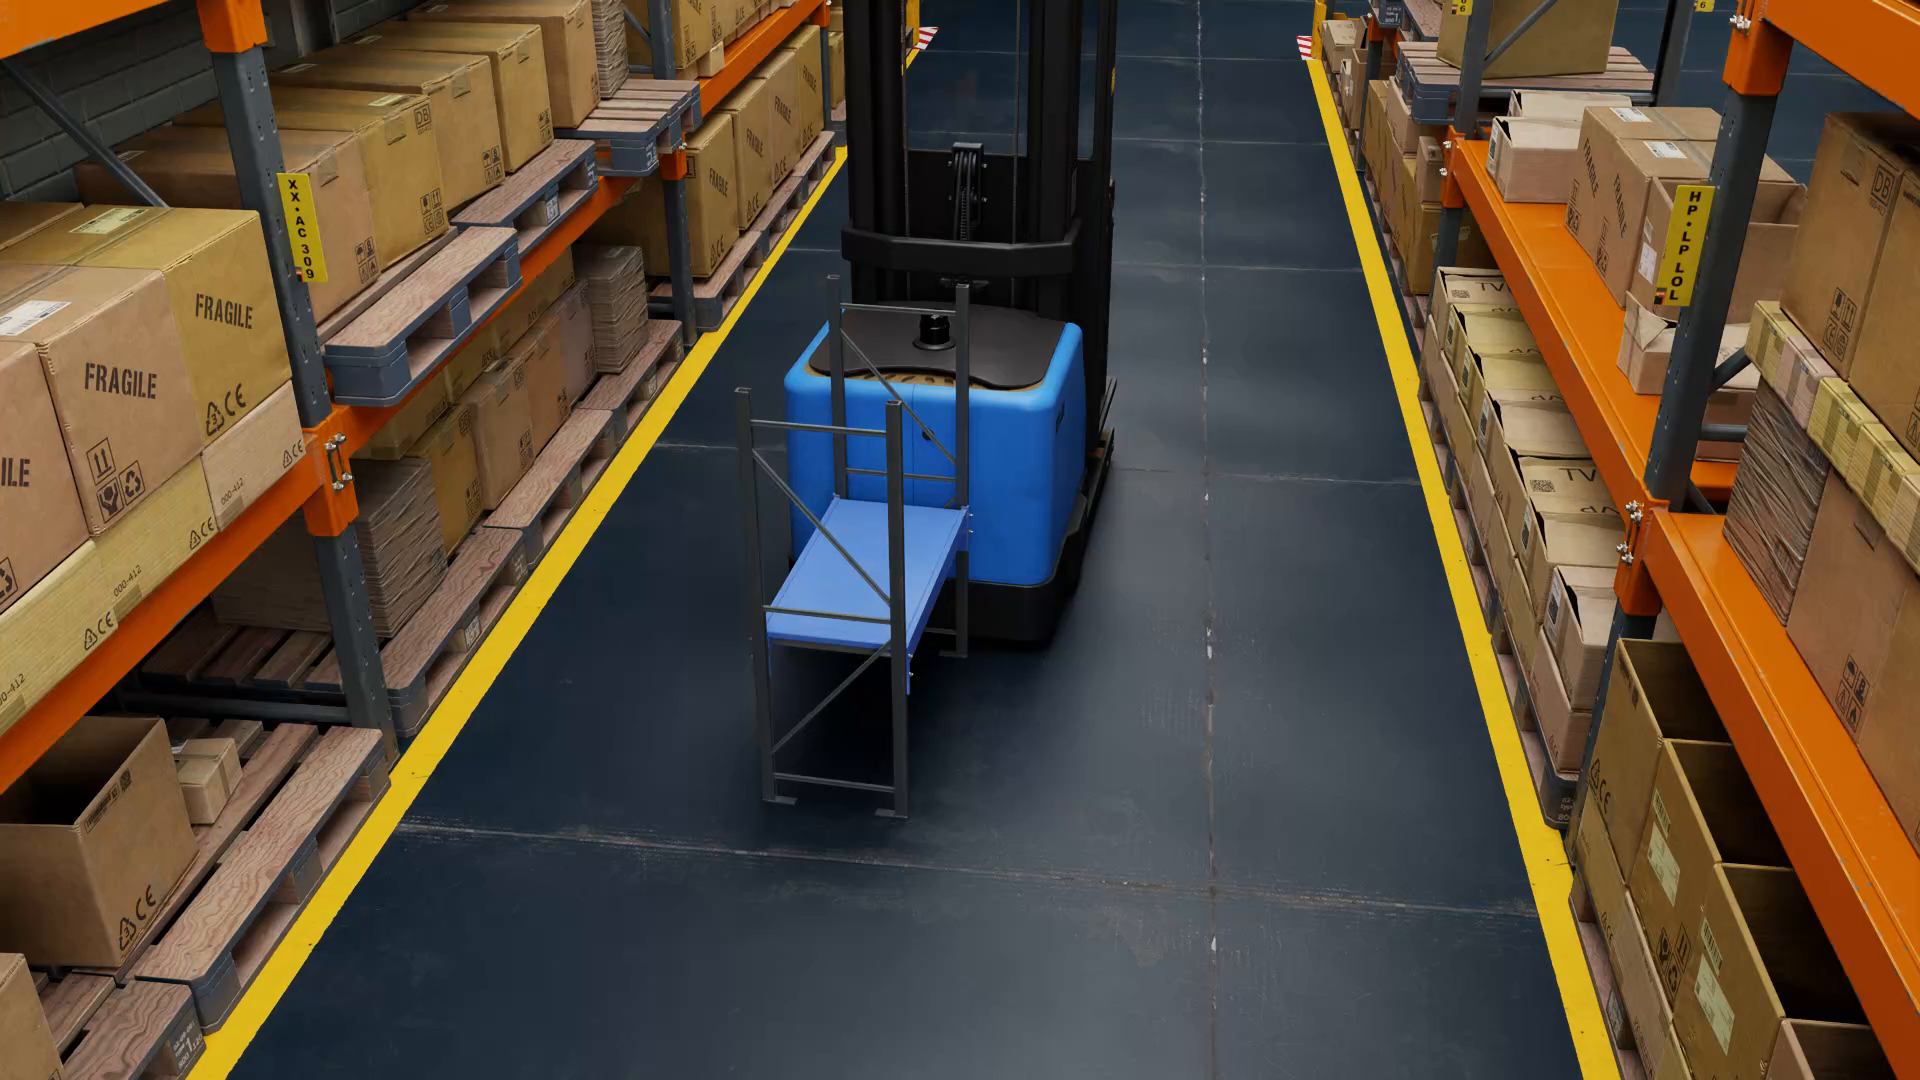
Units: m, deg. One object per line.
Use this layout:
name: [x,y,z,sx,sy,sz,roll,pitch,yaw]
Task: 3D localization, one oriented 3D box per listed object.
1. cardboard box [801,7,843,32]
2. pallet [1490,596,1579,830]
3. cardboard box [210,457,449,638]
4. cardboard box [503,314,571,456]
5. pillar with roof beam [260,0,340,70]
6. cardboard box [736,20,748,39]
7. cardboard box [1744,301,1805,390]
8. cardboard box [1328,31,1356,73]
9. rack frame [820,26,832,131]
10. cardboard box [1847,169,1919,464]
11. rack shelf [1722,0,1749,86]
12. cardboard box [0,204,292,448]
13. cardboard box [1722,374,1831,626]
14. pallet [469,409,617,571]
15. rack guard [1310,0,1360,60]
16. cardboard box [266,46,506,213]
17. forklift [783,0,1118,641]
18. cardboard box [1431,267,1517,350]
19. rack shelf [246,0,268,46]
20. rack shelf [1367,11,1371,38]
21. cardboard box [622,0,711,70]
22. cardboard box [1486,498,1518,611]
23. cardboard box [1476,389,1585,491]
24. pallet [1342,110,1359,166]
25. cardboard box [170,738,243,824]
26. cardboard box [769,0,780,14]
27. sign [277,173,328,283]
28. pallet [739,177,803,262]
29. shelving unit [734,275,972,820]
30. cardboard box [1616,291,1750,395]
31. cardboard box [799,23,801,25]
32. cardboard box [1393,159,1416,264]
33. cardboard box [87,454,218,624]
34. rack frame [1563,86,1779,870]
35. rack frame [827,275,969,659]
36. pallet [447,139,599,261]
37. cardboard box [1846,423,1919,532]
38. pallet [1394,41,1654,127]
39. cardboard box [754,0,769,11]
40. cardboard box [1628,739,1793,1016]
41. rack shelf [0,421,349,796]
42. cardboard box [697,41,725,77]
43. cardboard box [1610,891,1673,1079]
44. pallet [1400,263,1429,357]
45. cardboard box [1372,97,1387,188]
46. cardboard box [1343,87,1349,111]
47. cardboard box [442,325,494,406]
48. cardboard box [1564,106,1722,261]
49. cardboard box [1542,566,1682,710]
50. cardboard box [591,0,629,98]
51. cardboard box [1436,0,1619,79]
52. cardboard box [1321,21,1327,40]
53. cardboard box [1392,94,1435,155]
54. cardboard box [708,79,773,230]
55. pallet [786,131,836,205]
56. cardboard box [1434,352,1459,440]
cardboard box: [-1.069,-4.190,13.373,0.380,0.149,0.250,4,29,8]
pallet: [2.503,0.607,5.900,1.003,0.211,1.213,3,28,6]
cardboard box: [-2.392,0.002,6.256,0.700,0.500,0.500,4,29,8]
cardboard box: [-2.223,-0.720,7.596,0.700,0.500,0.500,3,28,6]
pillar with roof beam: [1.280,-4.270,5.687,9.100,9.000,0.400,3,28,6]
cardboard box: [-1.528,-3.203,10.276,0.380,0.149,0.250,4,29,6]
cardboard box: [2.226,-0.486,4.200,0.380,0.149,0.250,3,28,6]
cardboard box: [3.451,-4.193,14.305,0.500,0.250,0.500,3,28,6]
rack frame: [-1.485,-4.323,12.112,1.000,3.000,0.127,3,28,6]
cardboard box: [2.343,-0.439,3.430,0.700,0.500,0.500,3,28,6]
rack shelf: [2.697,-2.217,5.798,1.077,0.370,4.000,3,28,6]
cardboard box: [-2.216,-0.590,4.529,0.500,0.500,0.500,3,28,6]
cardboard box: [2.403,-0.106,4.179,0.700,0.500,0.500,3,28,5]
pallet: [-2.224,-0.272,7.533,1.003,0.211,1.213,3,28,6]
rack guard: [3.912,-4.784,15.602,1.175,0.500,0.348,3,28,6]
cardboard box: [-2.244,-1.607,6.501,0.700,0.500,0.500,7,29,13]
forklift: [0.124,-1.583,7.098,1.130,2.935,3.031,5,29,10]
cardboard box: [2.586,-1.146,8.080,0.500,0.311,0.500,4,29,8]
rack shelf: [-2.220,-2.503,6.329,1.077,0.370,4.000,3,28,6]
rack shelf: [3.677,-4.662,13.499,1.077,0.370,4.000,3,28,6]
cardboard box: [-1.662,-2.838,8.915,0.500,0.500,0.500,4,29,8]
cardboard box: [2.341,0.063,6.426,0.500,0.250,0.500,4,29,7]
cardboard box: [2.403,-0.416,6.725,0.500,0.311,0.500,3,28,6]
pallet: [3.517,-3.133,12.842,1.003,0.211,1.213,3,28,6]
cardboard box: [-2.501,0.750,5.219,0.380,0.166,0.250,0,28,0]
cardboard box: [-1.399,-3.567,10.953,0.380,0.149,0.250,3,28,6]
sign: [-1.926,-0.911,4.865,0.100,0.325,0.005,3,28,6]
pallet: [-1.652,-2.152,11.022,1.003,0.211,1.213,3,28,6]
shelving unit: [-0.316,0.003,5.664,0.538,1.500,1.048,5,29,10]
cardboard box: [2.377,-0.637,5.411,0.396,0.266,0.258,3,28,5]
cardboard box: [-1.227,-3.990,13.686,0.700,0.500,0.500,3,28,6]
cardboard box: [2.887,-1.945,9.869,0.500,0.500,0.500,2,28,4]
cardboard box: [-2.292,-0.026,4.272,0.500,0.250,0.500,3,29,6]
rack frame: [2.451,-0.271,4.591,1.000,3.000,0.127,3,28,6]
rack frame: [-0.215,-0.234,6.103,0.500,1.500,0.032,5,29,10]
pallet: [-2.177,-1.422,6.929,1.003,0.211,1.213,3,28,6]
cardboard box: [2.135,-0.122,3.525,0.380,0.149,0.250,3,28,6]
pallet: [2.955,-2.393,8.731,1.213,0.211,1.003,3,28,6]
cardboard box: [-1.470,-3.563,10.261,0.500,0.500,0.500,4,29,8]
cardboard box: [2.030,0.860,4.157,0.500,0.500,0.500,3,28,6]
rack shelf: [-2.710,0.701,3.545,1.077,0.370,4.000,3,28,6]
cardboard box: [-1.549,-2.718,9.377,0.380,0.149,0.250,4,29,8]
cardboard box: [2.027,1.190,4.335,0.500,0.250,0.500,3,28,6]
pallet: [3.071,-1.276,9.396,1.003,0.211,1.213,3,28,6]
cardboard box: [3.076,-2.665,11.206,0.500,0.500,0.500,4,29,7]
cardboard box: [3.206,-3.440,13.015,0.380,0.149,0.250,3,28,6]
cardboard box: [-2.281,-0.781,6.918,0.500,0.250,0.500,3,28,5]
cardboard box: [2.752,-1.407,6.594,0.500,0.500,0.500,2,28,3]
cardboard box: [2.217,0.300,5.395,0.500,0.311,0.500,3,28,6]
cardboard box: [-2.023,-2.456,8.077,0.700,0.500,0.500,0,28,0]
cardboard box: [2.907,-2.686,8.525,0.700,0.500,0.500,-6,29,-11]
cardboard box: [3.529,-4.681,15.319,0.380,0.149,0.250,3,28,6]
cardboard box: [2.947,-2.540,10.183,0.500,0.250,0.500,3,28,5]
cardboard box: [-1.641,-2.429,10.420,0.750,0.750,0.750,3,28,6]
pallet: [-1.505,-2.728,12.091,1.003,0.211,1.213,3,28,6]
cardboard box: [2.525,-0.662,7.773,0.500,0.250,0.500,3,28,5]
